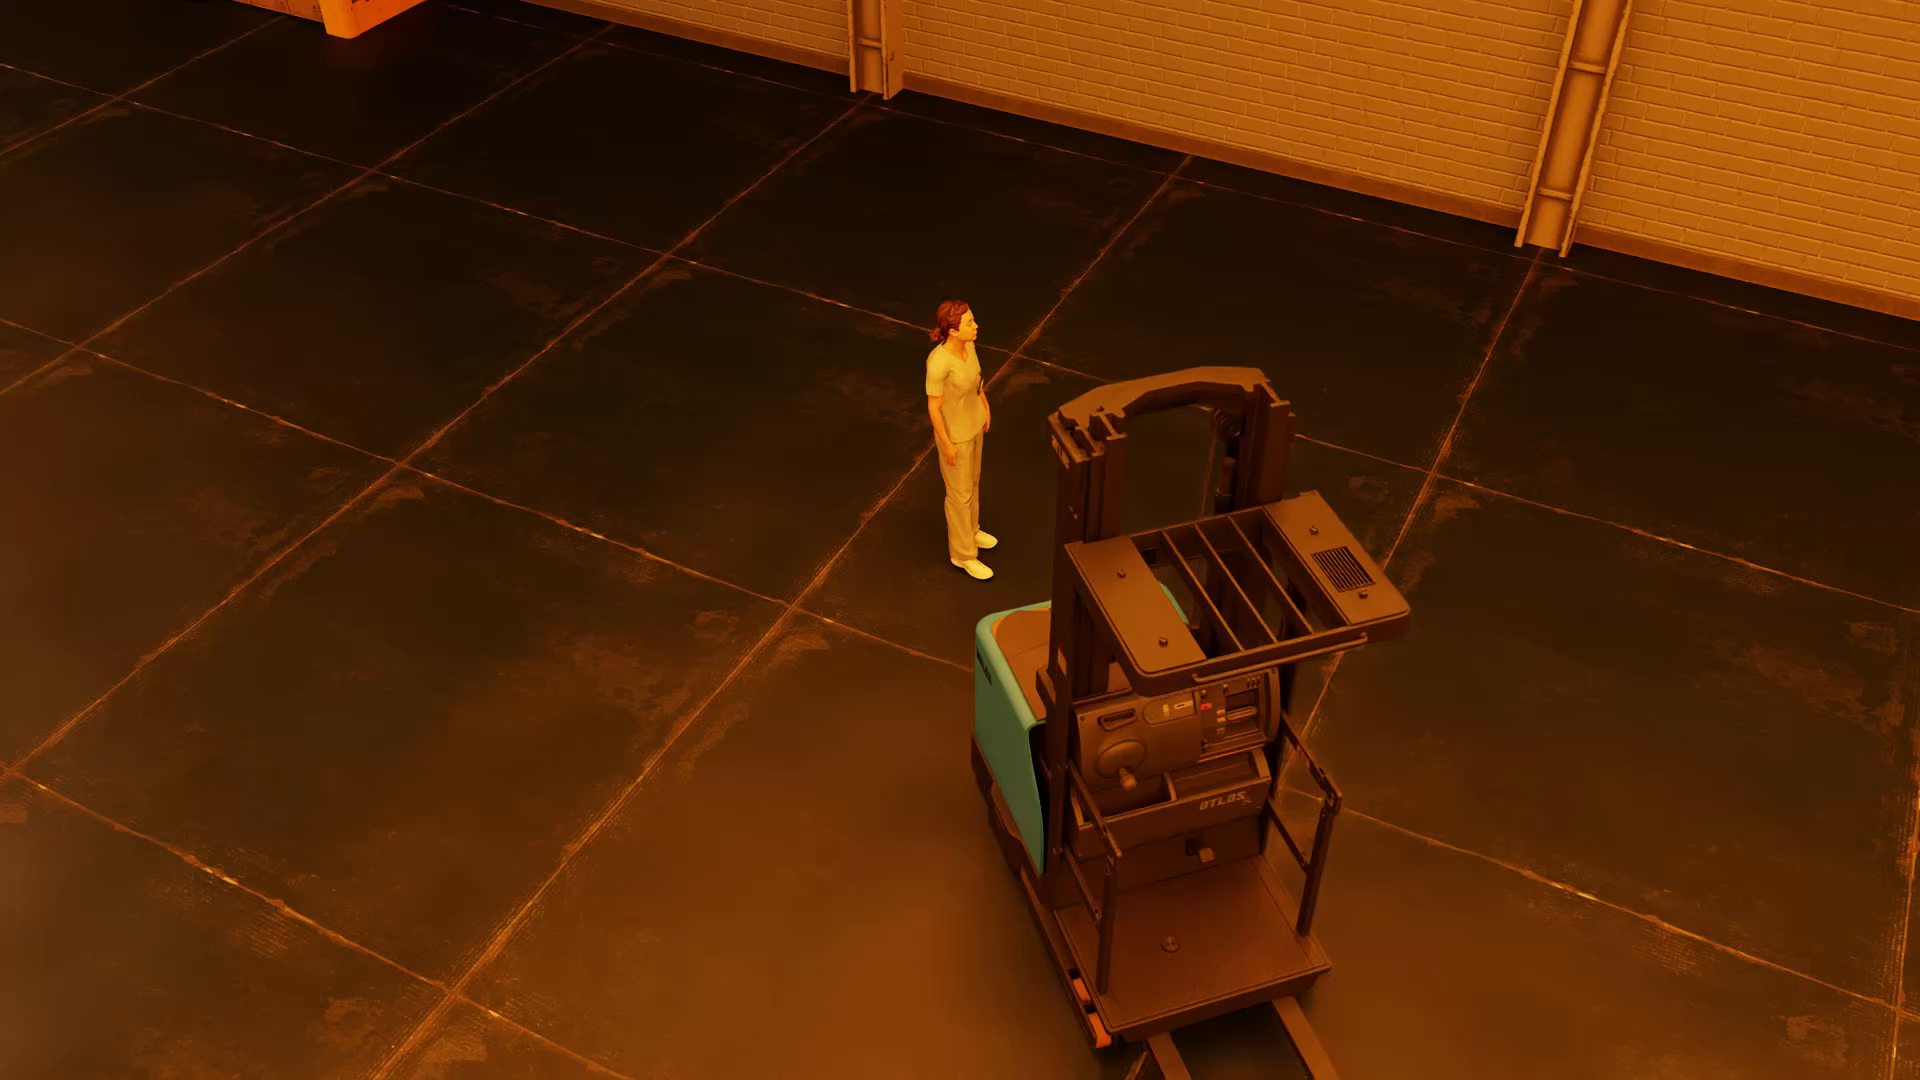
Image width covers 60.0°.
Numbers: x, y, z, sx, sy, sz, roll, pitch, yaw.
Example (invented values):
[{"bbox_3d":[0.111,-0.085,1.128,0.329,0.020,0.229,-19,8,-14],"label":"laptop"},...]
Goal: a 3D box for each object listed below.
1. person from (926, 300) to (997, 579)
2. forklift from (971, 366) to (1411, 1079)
[{"bbox_3d":[0.060,-0.617,9.682,0.548,1.673,0.550,18,43,21],"label":"person"},{"bbox_3d":[1.007,0.879,6.943,1.130,2.935,3.031,-12,42,-14],"label":"forklift"}]
